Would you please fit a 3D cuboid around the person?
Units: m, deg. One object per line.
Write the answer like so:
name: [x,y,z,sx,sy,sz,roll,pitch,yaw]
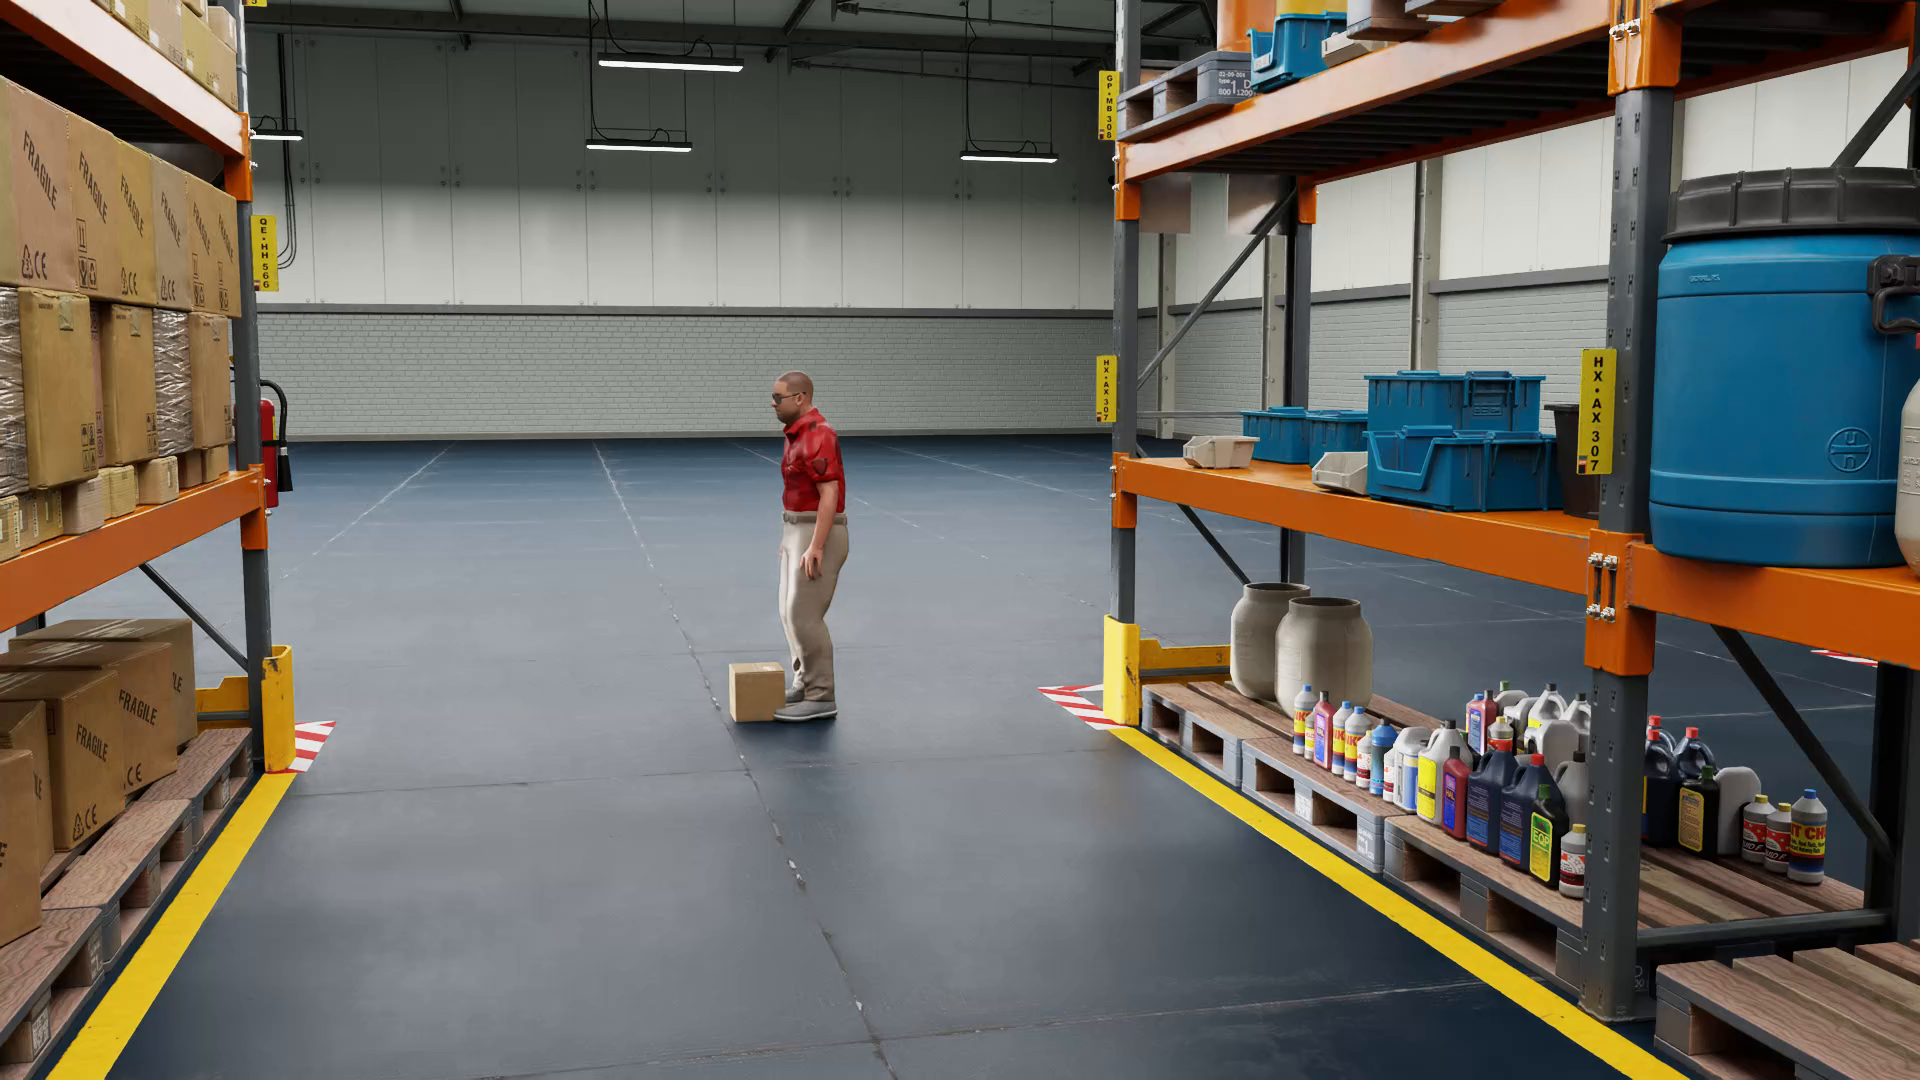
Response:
person: [-0.773,0.020,8.326,0.401,1.726,0.605,-2,6,-17]
